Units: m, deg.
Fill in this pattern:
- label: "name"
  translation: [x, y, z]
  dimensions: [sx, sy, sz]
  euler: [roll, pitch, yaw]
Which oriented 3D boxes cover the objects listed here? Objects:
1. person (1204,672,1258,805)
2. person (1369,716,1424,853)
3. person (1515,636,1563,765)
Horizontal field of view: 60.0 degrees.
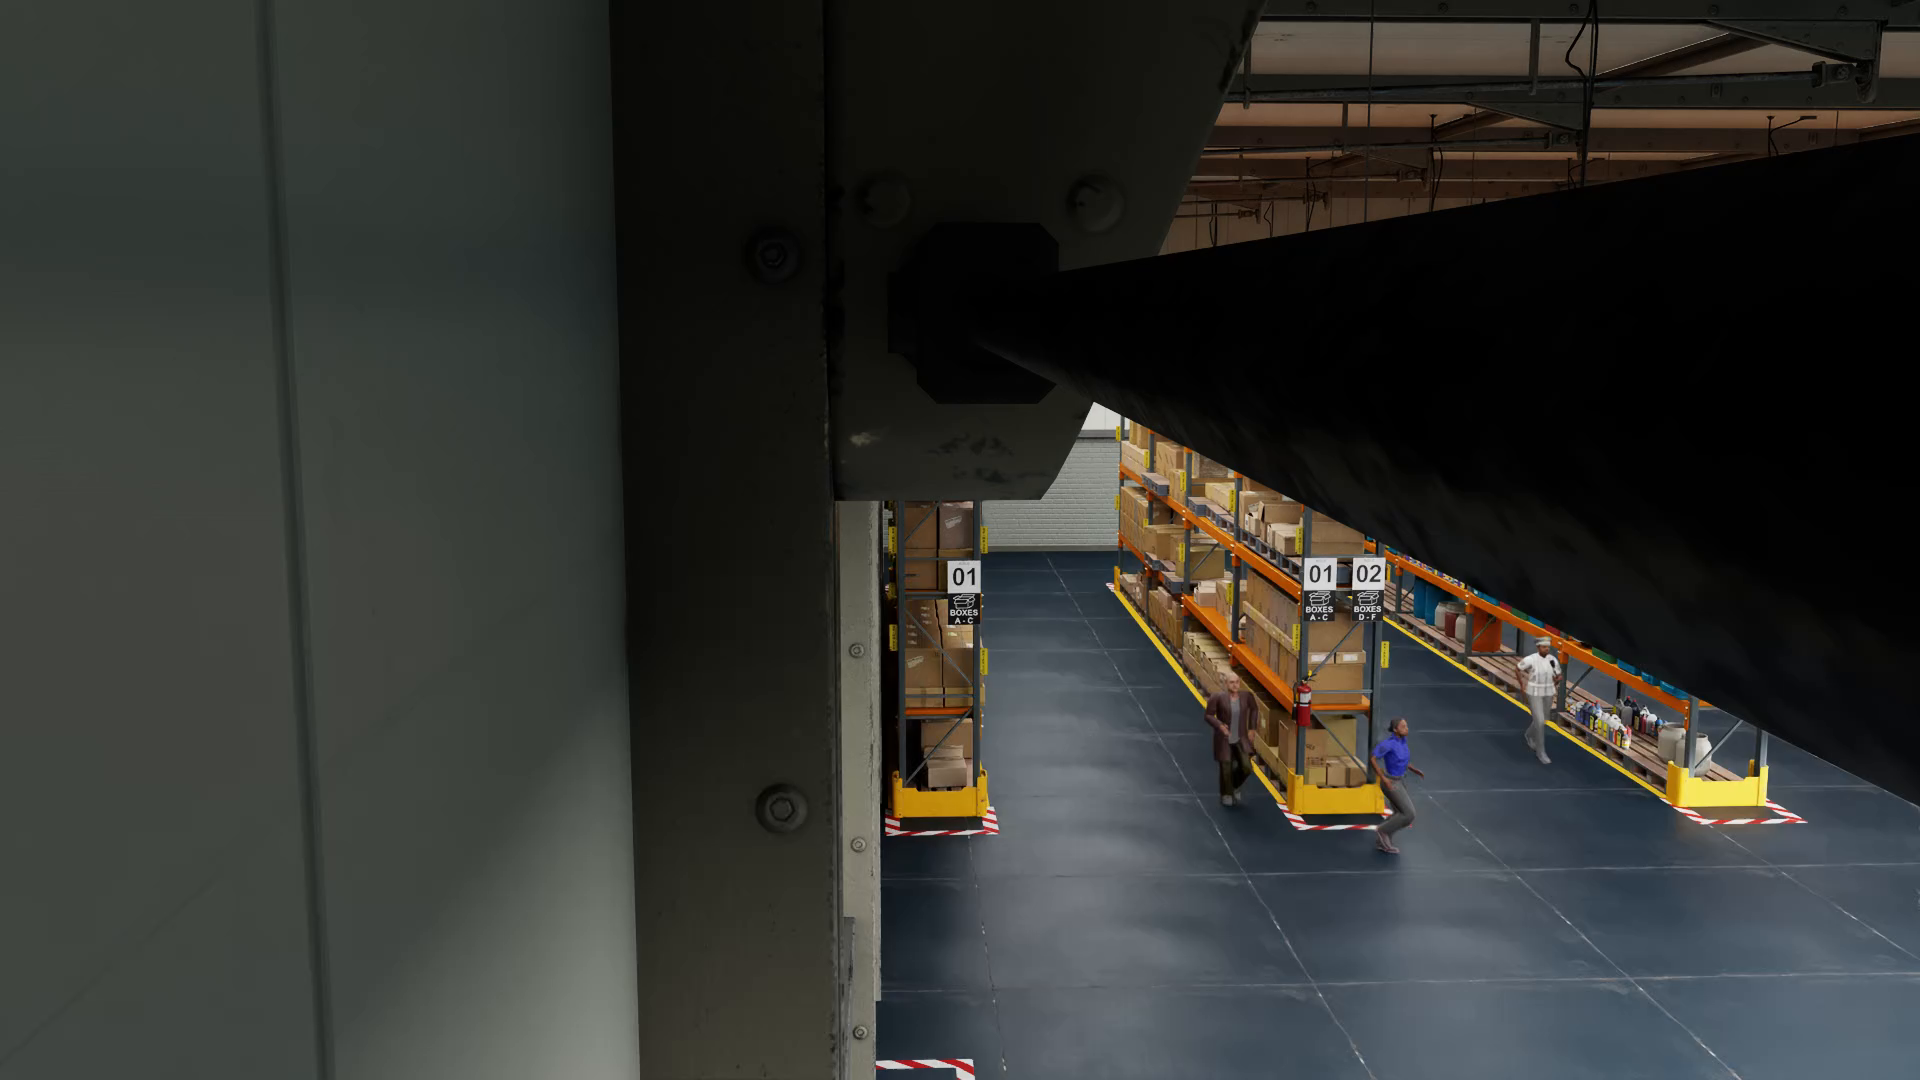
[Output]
- label: "person"
  translation: [3.409, 2.499, 20.779]
  dimensions: [0.723, 1.725, 0.732]
  euler: [-1, 8, -4]
- label: "person"
  translation: [5.030, 2.817, 19.058]
  dimensions: [0.534, 1.609, 0.595]
  euler: [6, 10, 34]
- label: "person"
  translation: [8.050, 2.167, 23.080]
  dimensions: [0.562, 1.721, 0.885]
  euler: [-1, 8, -10]
